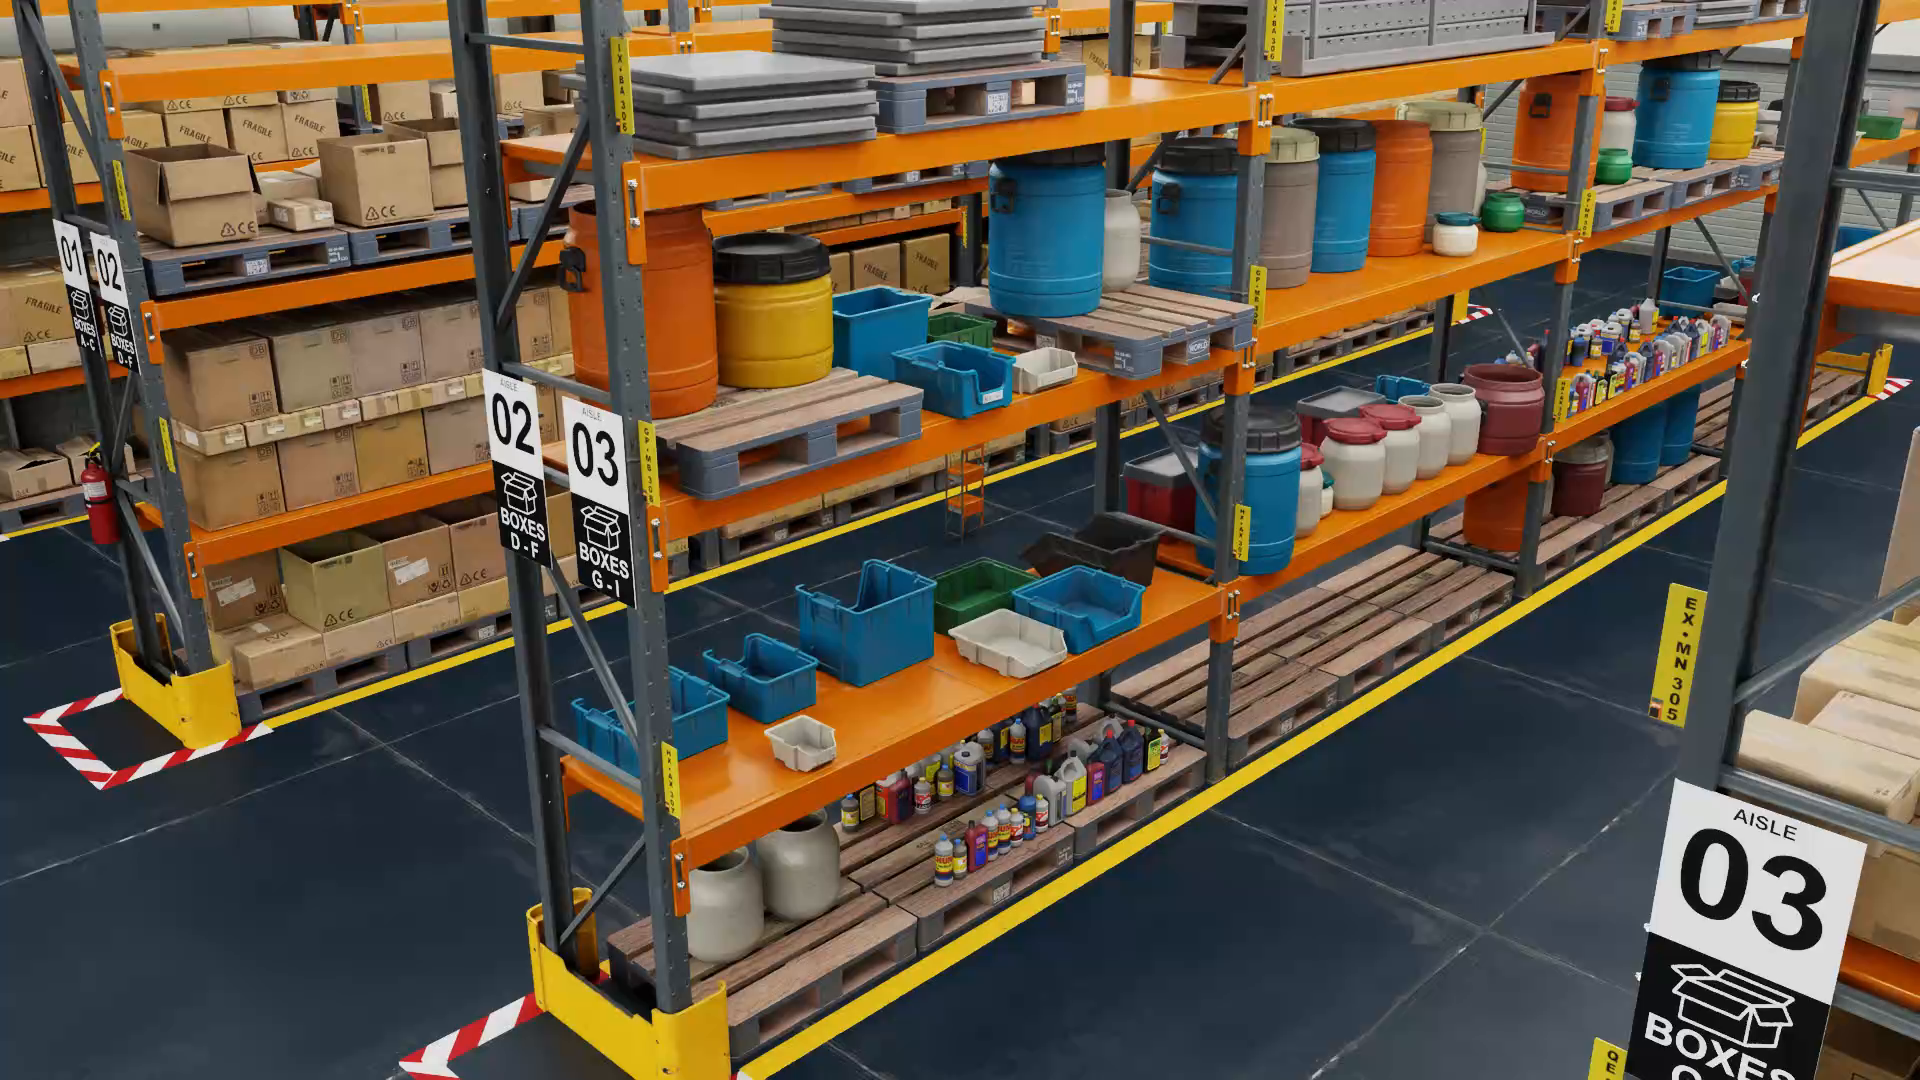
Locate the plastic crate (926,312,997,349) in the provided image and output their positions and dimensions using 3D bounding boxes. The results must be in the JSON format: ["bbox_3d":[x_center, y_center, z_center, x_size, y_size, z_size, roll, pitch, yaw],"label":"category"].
[{"bbox_3d":[-0.077,-1.016,8.513,0.336,0.188,0.450,19,28,41],"label":"plastic crate"}]

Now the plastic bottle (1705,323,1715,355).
[{"bbox_3d":[6.501,-1.775,14.546,0.152,0.276,0.135,19,28,41],"label":"plastic bottle"}]

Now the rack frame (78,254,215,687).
[{"bbox_3d":[-5.118,-0.265,10.444,1.000,3.000,0.127,19,28,41],"label":"rack frame"}]

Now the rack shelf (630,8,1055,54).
[{"bbox_3d":[-0.933,-4.085,13.581,1.077,0.370,4.000,19,28,41],"label":"rack shelf"}]

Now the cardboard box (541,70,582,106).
[{"bbox_3d":[-4.060,-4.708,17.651,0.637,0.503,0.797,-15,26,-35],"label":"cardboard box"}]

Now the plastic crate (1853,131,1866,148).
[{"bbox_3d":[8.326,-3.821,15.883,0.437,0.136,0.530,19,28,41],"label":"plastic crate"}]

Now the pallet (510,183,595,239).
[{"bbox_3d":[-2.904,-2.426,12.010,1.003,0.211,1.213,19,28,41],"label":"pallet"}]

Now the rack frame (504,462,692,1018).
[{"bbox_3d":[-1.572,0.976,7.216,1.000,3.000,0.127,19,28,41],"label":"rack frame"}]

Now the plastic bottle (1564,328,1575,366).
[{"bbox_3d":[5.146,-1.674,14.180,0.144,0.351,0.185,19,28,41],"label":"plastic bottle"}]

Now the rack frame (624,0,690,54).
[{"bbox_3d":[-2.328,-4.093,12.043,1.000,3.000,0.127,19,28,41],"label":"rack frame"}]

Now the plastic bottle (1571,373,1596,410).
[{"bbox_3d":[4.865,-1.172,12.977,0.152,0.276,0.135,19,28,41],"label":"plastic bottle"}]

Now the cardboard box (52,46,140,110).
[{"bbox_3d":[-7.468,-3.994,14.406,0.500,0.500,0.500,19,28,41],"label":"cardboard box"}]

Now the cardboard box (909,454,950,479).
[{"bbox_3d":[-0.440,-0.776,15.020,0.500,0.250,0.500,-19,28,-41],"label":"cardboard box"}]

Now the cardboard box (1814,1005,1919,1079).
[{"bbox_3d":[2.183,1.360,4.269,0.500,0.500,0.500,19,28,41],"label":"cardboard box"}]

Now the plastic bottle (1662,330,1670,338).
[{"bbox_3d":[6.047,-1.669,14.278,0.097,0.271,0.097,0,21,0],"label":"plastic bottle"}]

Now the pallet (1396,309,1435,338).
[{"bbox_3d":[5.435,-2.851,21.061,1.003,0.211,1.213,19,28,41],"label":"pallet"}]

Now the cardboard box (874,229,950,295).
[{"bbox_3d":[-0.659,-3.581,21.484,0.750,0.750,0.750,20,28,41],"label":"cardboard box"}]

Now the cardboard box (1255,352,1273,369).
[{"bbox_3d":[3.114,-2.189,18.323,0.500,0.500,0.500,19,28,40],"label":"cardboard box"}]

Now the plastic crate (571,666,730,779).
[{"bbox_3d":[-1.437,0.842,7.773,0.499,0.251,0.616,19,28,41],"label":"plastic crate"}]

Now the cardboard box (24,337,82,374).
[{"bbox_3d":[-7.750,-1.626,14.167,0.500,0.250,0.500,18,28,39],"label":"cardboard box"}]

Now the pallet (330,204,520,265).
[{"bbox_3d":[-3.755,-2.114,11.198,1.003,0.211,1.213,19,28,41],"label":"pallet"}]

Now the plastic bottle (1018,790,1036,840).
[{"bbox_3d":[0.366,1.490,9.068,0.097,0.271,0.097,0,21,0],"label":"plastic bottle"}]

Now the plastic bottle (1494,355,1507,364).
[{"bbox_3d":[4.376,-1.366,13.488,0.097,0.271,0.097,0,21,0],"label":"plastic bottle"}]

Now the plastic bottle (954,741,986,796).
[{"bbox_3d":[0.053,1.306,9.541,0.152,0.276,0.135,19,28,41],"label":"plastic bottle"}]

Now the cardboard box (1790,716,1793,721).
[{"bbox_3d":[2.477,0.569,4.304,0.500,0.250,0.500,19,28,41],"label":"cardboard box"}]

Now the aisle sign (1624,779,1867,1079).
[{"bbox_3d":[1.719,0.943,3.679,0.394,0.787,0.004,19,28,41],"label":"aisle sign"}]

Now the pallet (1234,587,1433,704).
[{"bbox_3d":[2.590,0.723,11.762,1.003,0.211,1.213,19,28,41],"label":"pallet"}]

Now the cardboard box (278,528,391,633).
[{"bbox_3d":[-4.237,0.261,11.277,0.500,0.500,0.500,19,28,41],"label":"cardboard box"}]

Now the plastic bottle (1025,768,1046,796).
[{"bbox_3d":[0.424,1.395,9.300,0.061,0.283,0.133,19,28,41],"label":"plastic bottle"}]

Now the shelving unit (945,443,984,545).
[{"bbox_3d":[0.037,-0.504,13.784,0.215,1.050,0.252,19,28,41],"label":"shelving unit"}]

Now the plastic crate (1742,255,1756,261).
[{"bbox_3d":[8.263,-2.767,17.105,0.416,0.233,0.300,19,28,41],"label":"plastic crate"}]

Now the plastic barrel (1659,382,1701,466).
[{"bbox_3d":[6.408,-1.190,15.190,0.600,0.901,0.708,19,28,41],"label":"plastic barrel"}]

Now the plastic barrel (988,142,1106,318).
[{"bbox_3d":[0.447,-1.653,8.592,0.600,0.901,0.708,19,28,41],"label":"plastic barrel"}]

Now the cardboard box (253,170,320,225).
[{"bbox_3d":[-4.504,-2.218,10.774,0.500,0.250,0.500,19,28,41],"label":"cardboard box"}]

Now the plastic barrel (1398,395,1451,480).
[{"bbox_3d":[3.150,-0.706,11.438,0.421,0.512,0.421,0,21,0],"label":"plastic barrel"}]

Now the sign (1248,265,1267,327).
[{"bbox_3d":[1.605,-1.316,8.986,0.100,0.325,0.005,19,28,41],"label":"sign"}]

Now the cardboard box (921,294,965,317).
[{"bbox_3d":[-0.300,-2.098,15.339,0.500,0.311,0.500,19,28,40],"label":"cardboard box"}]

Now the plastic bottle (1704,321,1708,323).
[{"bbox_3d":[6.654,-1.860,14.872,0.097,0.201,0.097,0,21,0],"label":"plastic bottle"}]

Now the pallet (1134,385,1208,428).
[{"bbox_3d":[1.861,-1.514,17.582,1.003,0.211,1.213,19,28,41],"label":"pallet"}]

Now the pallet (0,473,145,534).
[{"bbox_3d":[-8.025,-0.422,14.739,1.003,0.211,1.213,19,28,41],"label":"pallet"}]

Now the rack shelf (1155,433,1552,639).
[{"bbox_3d":[2.614,-0.231,11.358,1.077,0.370,4.000,19,28,41],"label":"rack shelf"}]

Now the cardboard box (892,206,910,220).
[{"bbox_3d":[-0.846,-4.114,20.781,0.380,0.149,0.250,19,28,41],"label":"cardboard box"}]

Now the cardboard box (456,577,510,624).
[{"bbox_3d":[-3.537,0.355,12.078,0.500,0.250,0.500,19,28,41],"label":"cardboard box"}]

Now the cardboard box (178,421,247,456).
[{"bbox_3d":[-4.690,-0.661,10.432,0.380,0.149,0.250,19,28,40],"label":"cardboard box"}]

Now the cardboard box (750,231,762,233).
[{"bbox_3d":[-2.512,-3.541,19.291,0.250,0.149,0.380,-20,29,-41],"label":"cardboard box"}]

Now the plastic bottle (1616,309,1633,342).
[{"bbox_3d":[5.948,-1.933,14.958,0.152,0.276,0.135,19,28,41],"label":"plastic bottle"}]

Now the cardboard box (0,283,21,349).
[{"bbox_3d":[-8.122,-1.840,13.680,0.500,0.500,0.500,19,28,41],"label":"cardboard box"}]

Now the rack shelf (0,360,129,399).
[{"bbox_3d":[-7.275,-1.682,15.134,1.077,0.370,4.000,19,28,41],"label":"rack shelf"}]

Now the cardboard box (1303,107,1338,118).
[{"bbox_3d":[3.769,-4.743,18.123,0.500,0.250,0.500,19,28,41],"label":"cardboard box"}]

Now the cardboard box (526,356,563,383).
[{"bbox_3d":[-3.075,-1.258,11.984,0.380,0.149,0.250,19,28,40],"label":"cardboard box"}]

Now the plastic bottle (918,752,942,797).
[{"bbox_3d":[-0.200,1.288,9.483,0.185,0.351,0.144,-19,28,-40],"label":"plastic bottle"}]

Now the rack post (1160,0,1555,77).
[{"bbox_3d":[2.531,-3.474,10.152,1.013,1.000,3.121,19,28,41],"label":"rack post"}]

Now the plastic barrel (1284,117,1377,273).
[{"bbox_3d":[2.330,-2.208,10.620,0.600,0.901,0.708,19,28,41],"label":"plastic barrel"}]

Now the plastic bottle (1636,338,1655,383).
[{"bbox_3d":[5.624,-1.484,13.686,0.144,0.351,0.185,19,28,41],"label":"plastic bottle"}]

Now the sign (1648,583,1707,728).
[{"bbox_3d":[1.593,0.258,3.669,0.100,0.325,0.005,19,28,41],"label":"sign"}]

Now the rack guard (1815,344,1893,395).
[{"bbox_3d":[9.597,-1.980,18.390,1.175,0.500,0.348,19,28,41],"label":"rack guard"}]
